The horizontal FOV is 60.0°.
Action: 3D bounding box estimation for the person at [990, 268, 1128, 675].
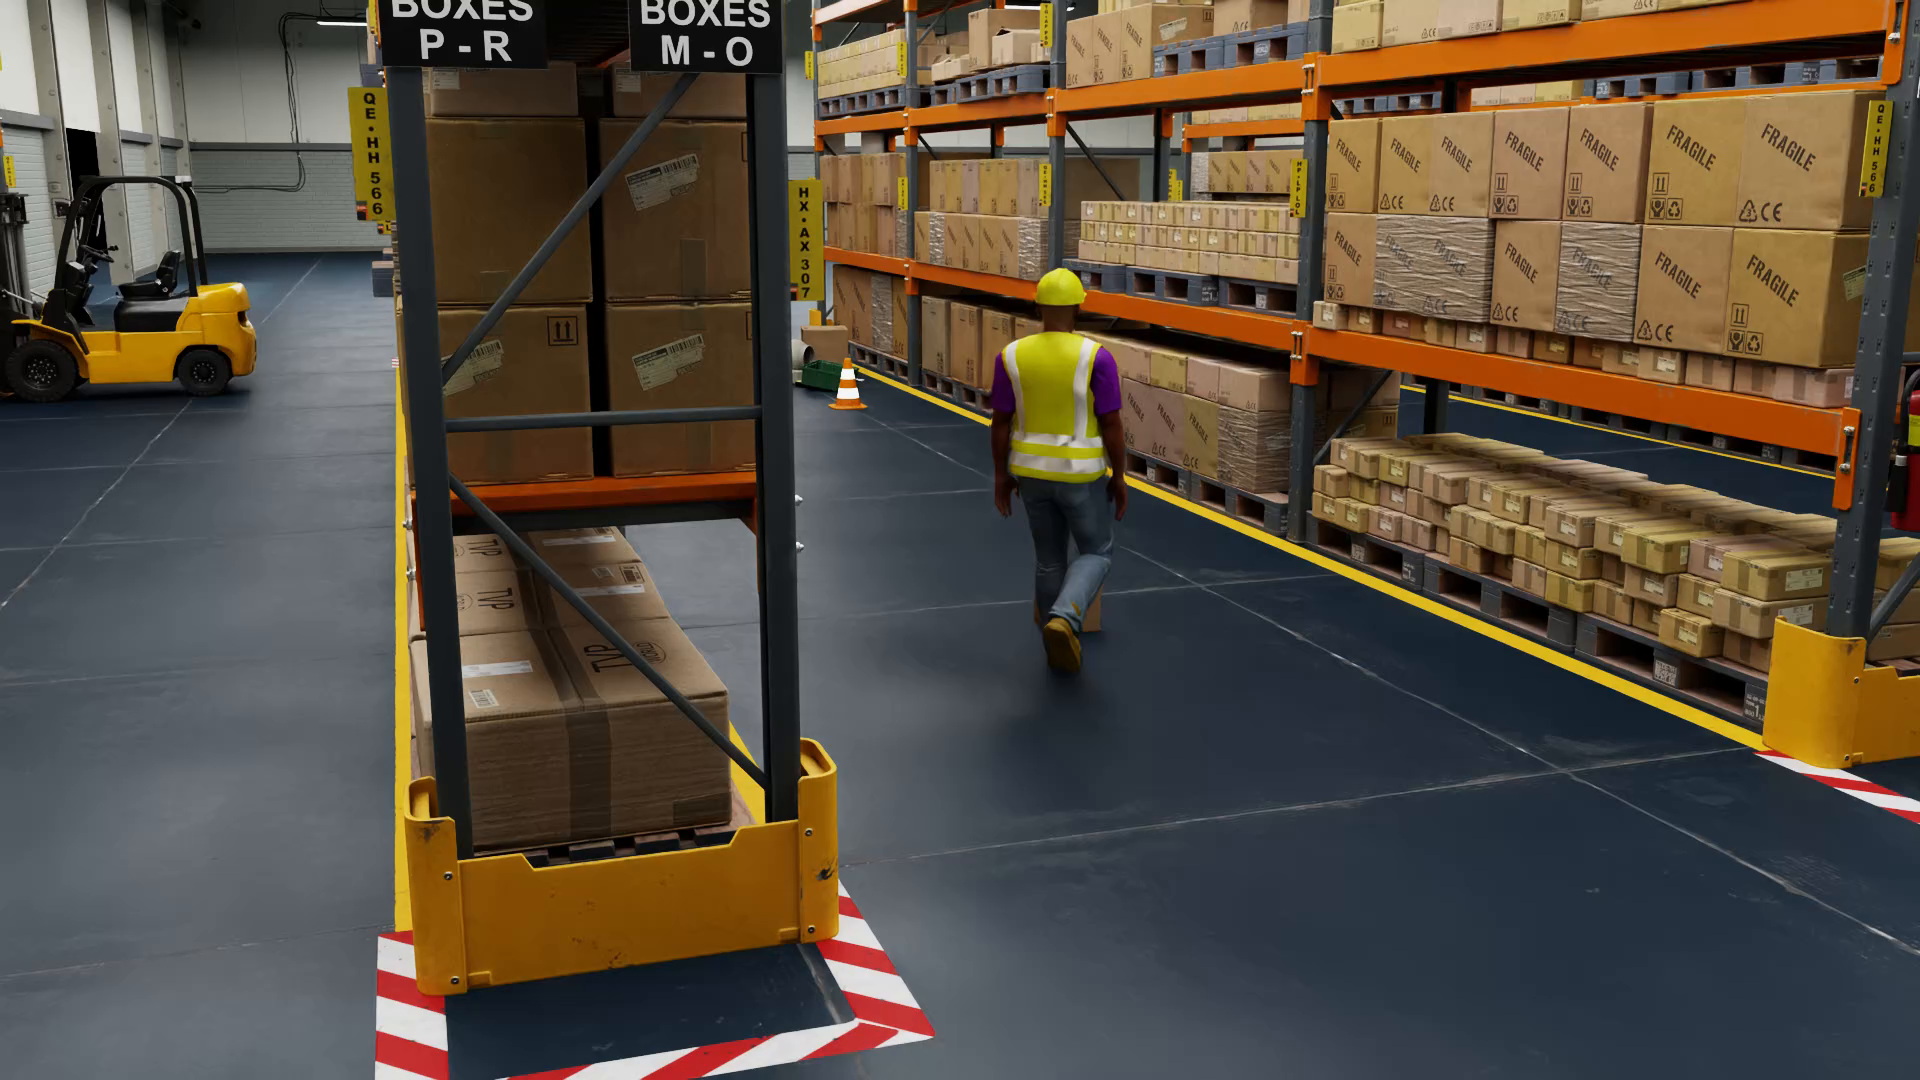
[{"bbox_3d":[0.428,-0.279,7.134,0.597,1.753,0.672,5,13,23],"label":"person"}]
